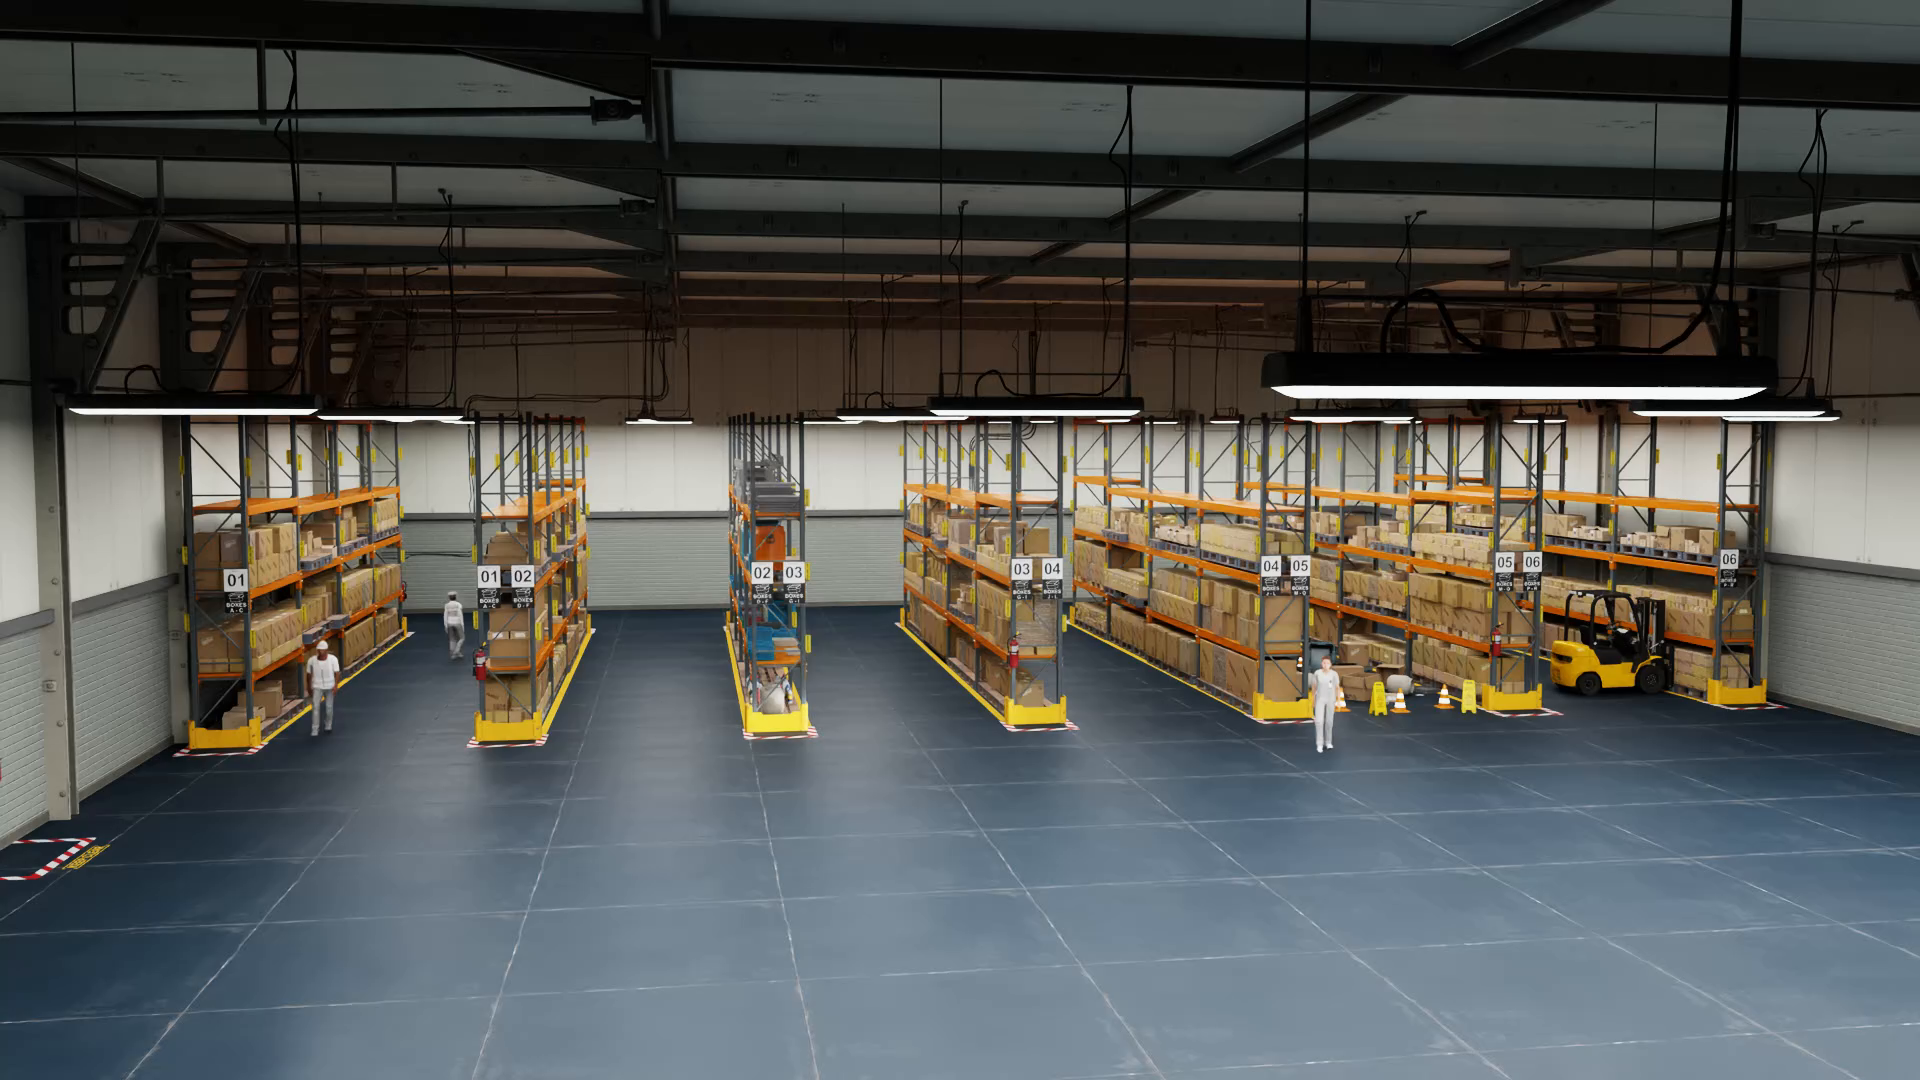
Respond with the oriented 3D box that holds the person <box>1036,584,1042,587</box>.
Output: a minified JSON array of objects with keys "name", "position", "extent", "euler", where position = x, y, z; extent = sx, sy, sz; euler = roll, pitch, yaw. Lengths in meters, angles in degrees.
[{"name":"person","position":[2.171,1.563,49.508],"extent":[0.648,1.601,0.695],"euler":[0,4,3]}]

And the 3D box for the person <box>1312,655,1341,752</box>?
[{"name":"person","position":[6.490,2.904,29.455],"extent":[0.495,1.738,0.493],"euler":[1,4,12]}]

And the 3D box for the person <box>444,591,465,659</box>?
[{"name":"person","position":[-12.455,2.107,40.911],"extent":[0.526,1.669,0.489],"euler":[0,4,6]}]

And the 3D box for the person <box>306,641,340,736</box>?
[{"name":"person","position":[-11.833,2.735,30.903],"extent":[0.584,1.712,0.989],"euler":[-2,4,-22]}]
